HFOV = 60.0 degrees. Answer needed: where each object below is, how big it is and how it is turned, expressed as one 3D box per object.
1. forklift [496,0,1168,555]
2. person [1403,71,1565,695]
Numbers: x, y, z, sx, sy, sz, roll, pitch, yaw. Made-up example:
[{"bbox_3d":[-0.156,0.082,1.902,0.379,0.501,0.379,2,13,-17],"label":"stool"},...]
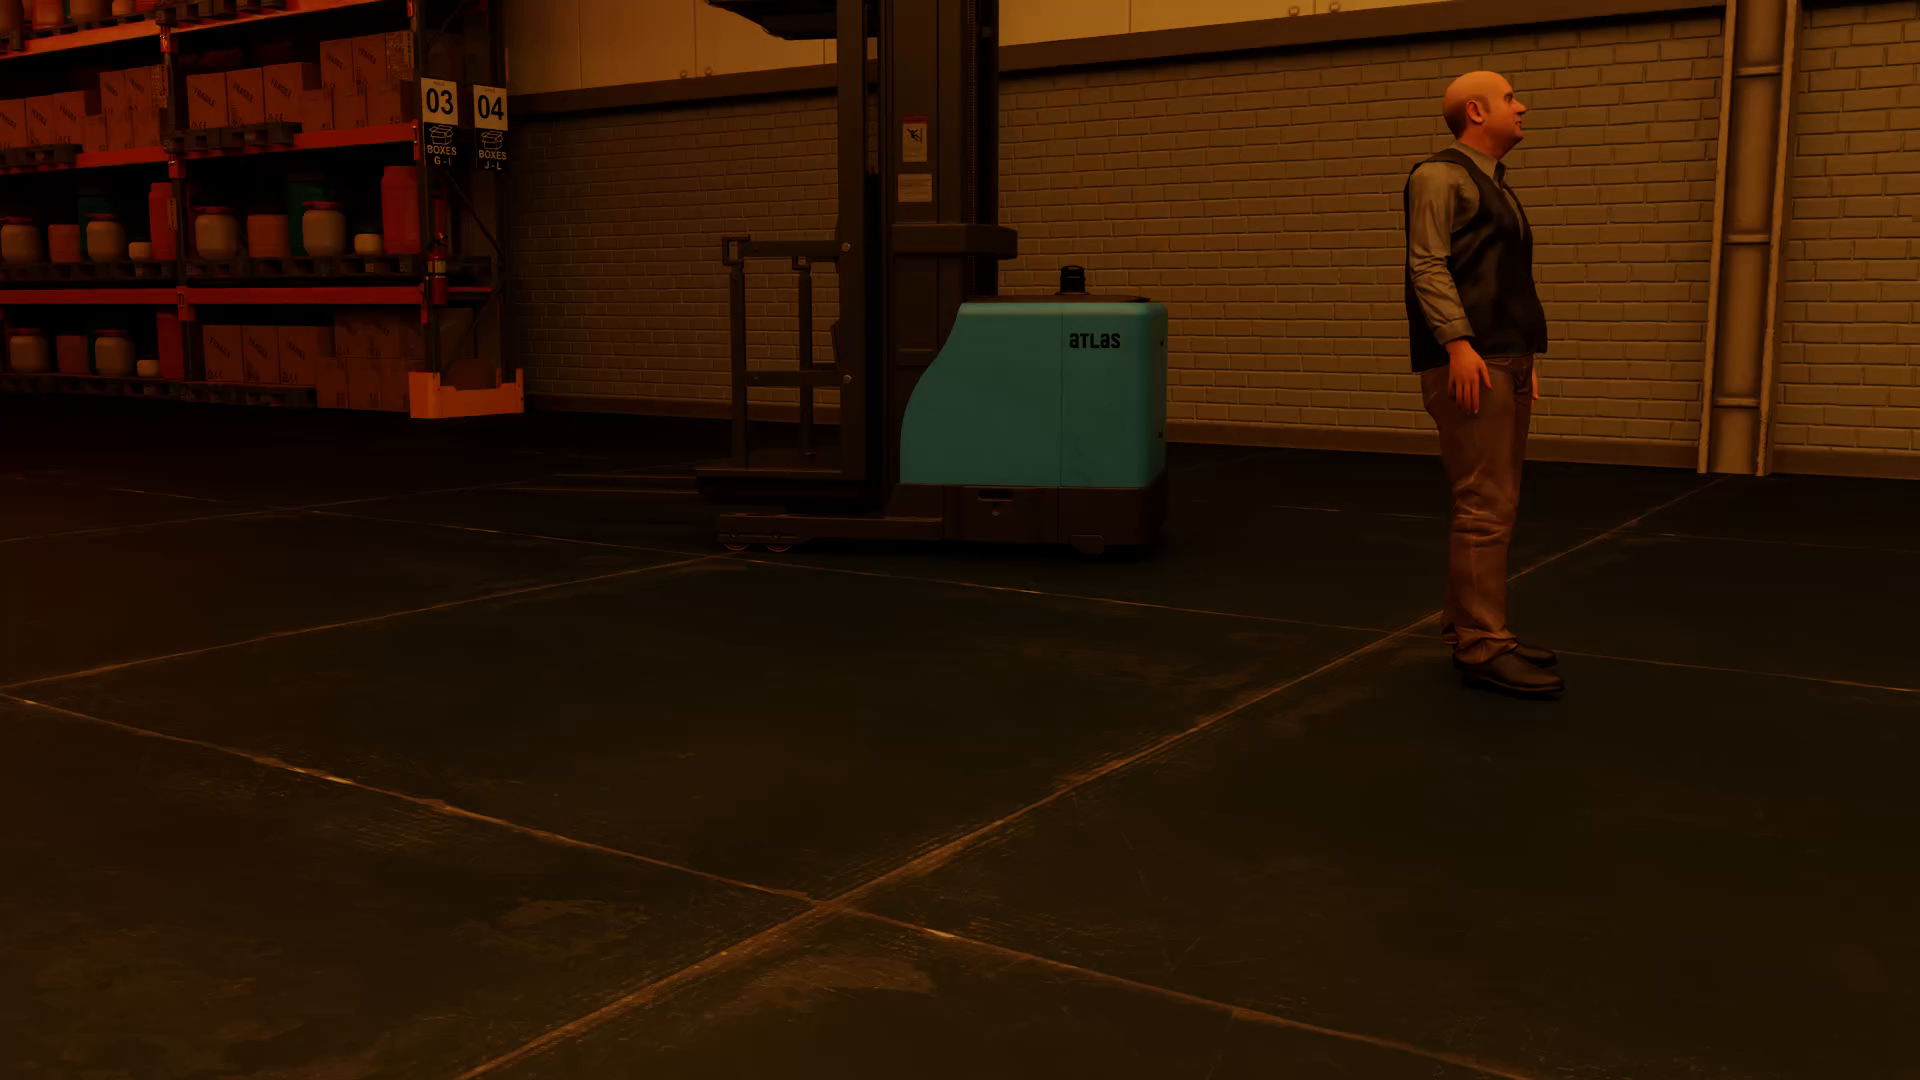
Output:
[{"bbox_3d":[-0.596,-1.469,7.520,3.031,2.935,1.130,2,8,12],"label":"forklift"},{"bbox_3d":[1.562,-0.476,4.779,0.568,1.720,0.632,6,10,35],"label":"person"}]
